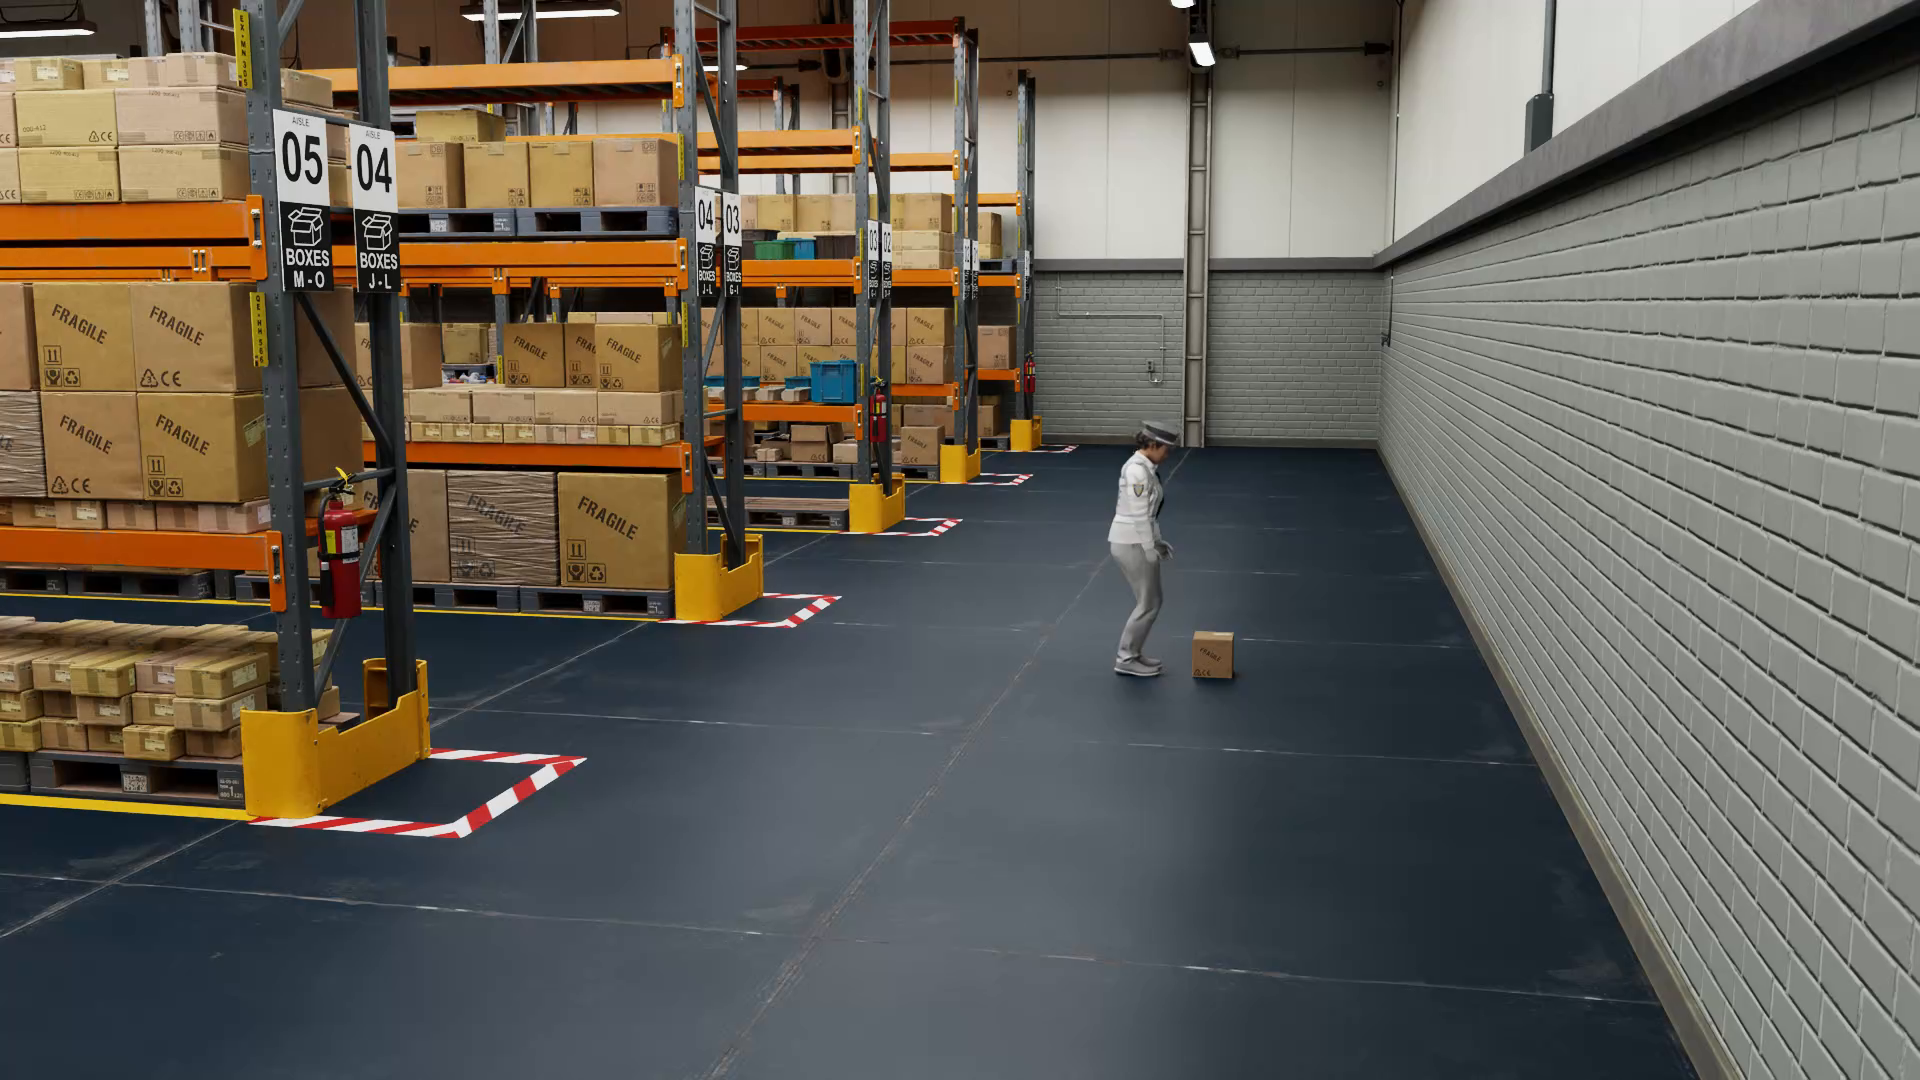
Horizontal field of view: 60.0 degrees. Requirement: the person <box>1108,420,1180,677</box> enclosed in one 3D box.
[{"bbox_3d":[1.178,0.046,10.673,0.447,1.626,0.500,2,8,13],"label":"person"}]
